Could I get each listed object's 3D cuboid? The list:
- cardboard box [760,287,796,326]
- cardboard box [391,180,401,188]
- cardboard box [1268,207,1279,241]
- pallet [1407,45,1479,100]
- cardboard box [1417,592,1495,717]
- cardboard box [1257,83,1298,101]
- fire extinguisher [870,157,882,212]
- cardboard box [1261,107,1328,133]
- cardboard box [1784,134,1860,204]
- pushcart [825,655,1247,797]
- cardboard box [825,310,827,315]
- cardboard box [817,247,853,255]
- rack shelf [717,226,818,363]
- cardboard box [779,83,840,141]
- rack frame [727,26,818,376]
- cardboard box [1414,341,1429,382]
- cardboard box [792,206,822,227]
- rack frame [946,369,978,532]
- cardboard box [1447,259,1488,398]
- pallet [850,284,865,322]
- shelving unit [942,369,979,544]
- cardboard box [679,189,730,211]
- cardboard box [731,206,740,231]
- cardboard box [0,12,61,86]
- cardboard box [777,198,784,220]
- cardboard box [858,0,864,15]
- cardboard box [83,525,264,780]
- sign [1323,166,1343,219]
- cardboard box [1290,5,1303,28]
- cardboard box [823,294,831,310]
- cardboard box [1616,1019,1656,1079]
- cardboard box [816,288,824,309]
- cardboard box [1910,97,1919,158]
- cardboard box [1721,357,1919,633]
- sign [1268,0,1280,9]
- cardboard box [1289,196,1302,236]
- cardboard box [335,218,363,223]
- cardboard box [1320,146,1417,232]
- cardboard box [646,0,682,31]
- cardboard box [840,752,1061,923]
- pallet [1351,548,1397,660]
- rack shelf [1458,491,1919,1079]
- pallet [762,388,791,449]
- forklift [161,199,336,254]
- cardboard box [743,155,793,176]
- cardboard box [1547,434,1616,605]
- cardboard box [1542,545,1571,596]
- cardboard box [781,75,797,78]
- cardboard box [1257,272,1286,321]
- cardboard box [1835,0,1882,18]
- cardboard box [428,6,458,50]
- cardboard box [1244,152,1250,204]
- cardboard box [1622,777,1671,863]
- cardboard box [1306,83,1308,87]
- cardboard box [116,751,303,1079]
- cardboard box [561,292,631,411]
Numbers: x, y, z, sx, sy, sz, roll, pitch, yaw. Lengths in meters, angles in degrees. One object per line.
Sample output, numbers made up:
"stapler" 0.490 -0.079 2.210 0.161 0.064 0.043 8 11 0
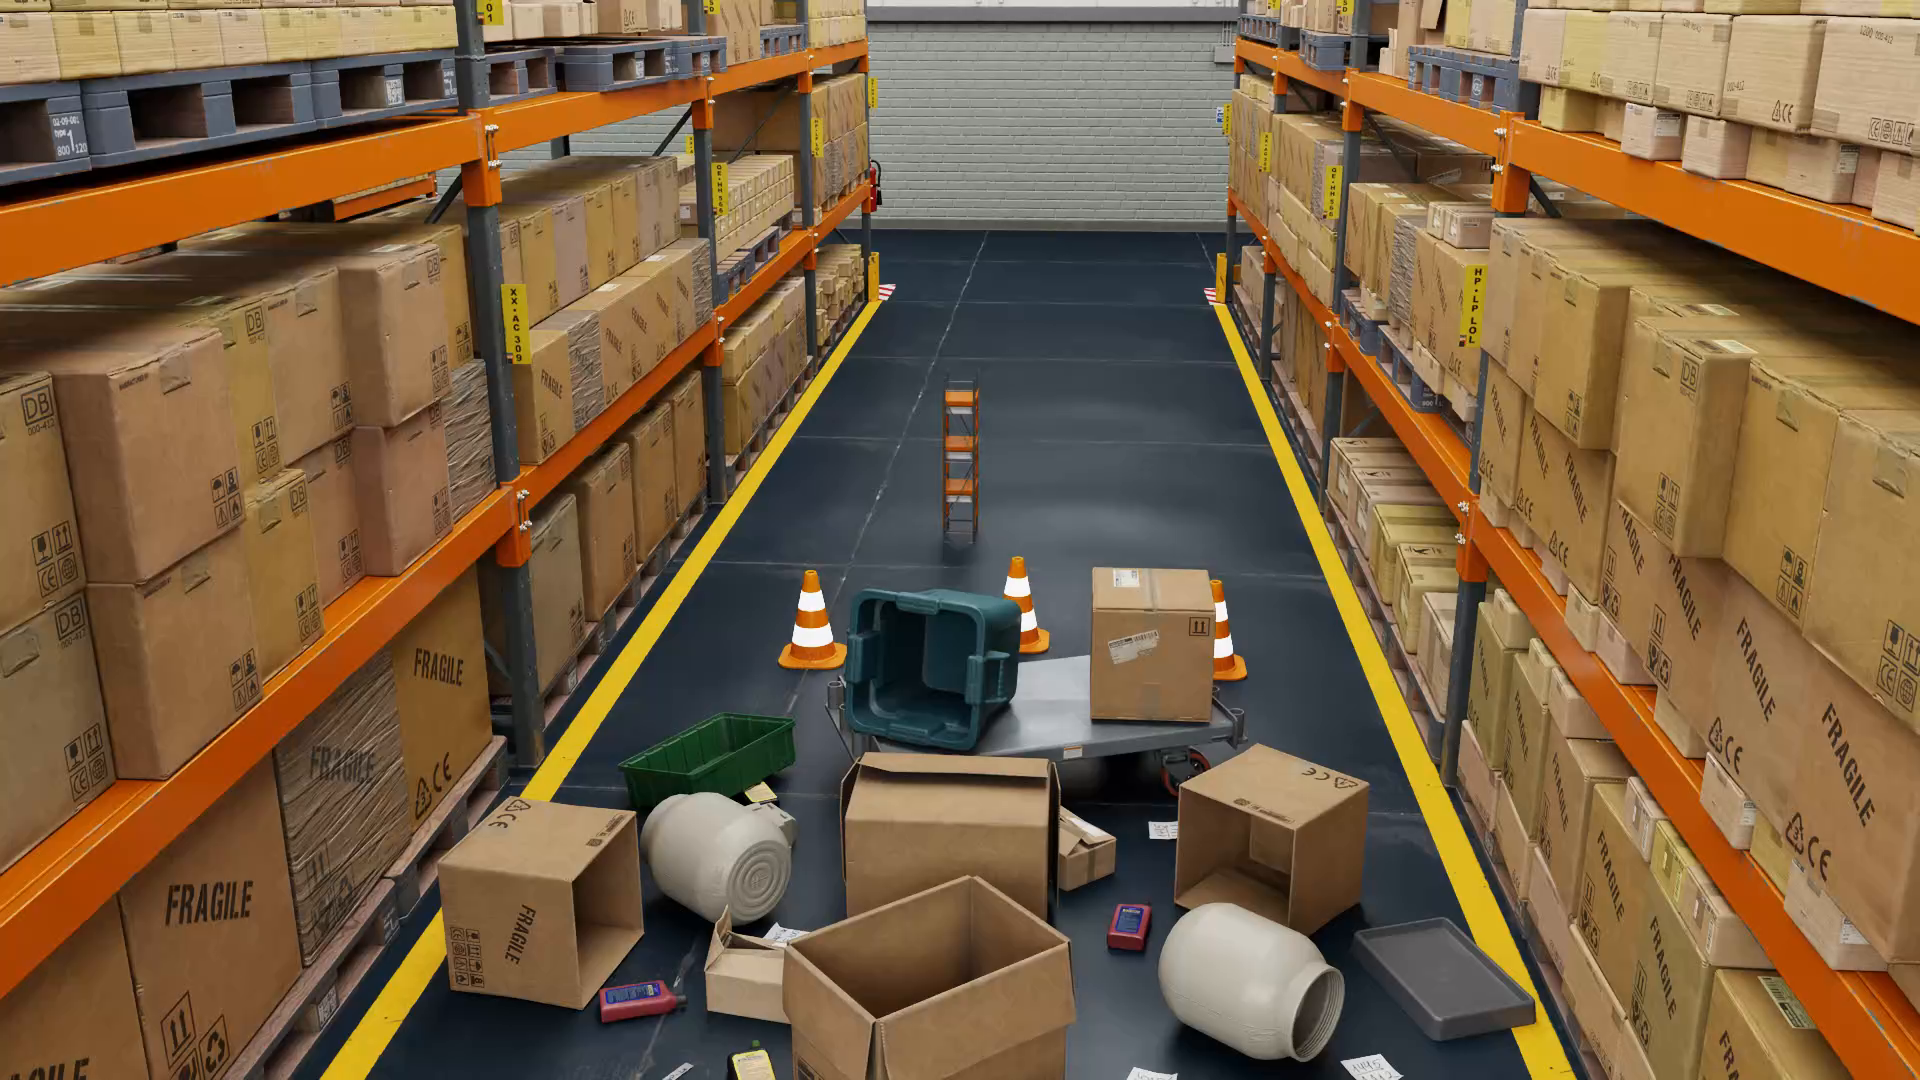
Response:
"cardboard box" -1.636 -1.896 13.527 0.500 0.250 0.500 2 18 7
"cardboard box" -6.190 -3.834 17.711 0.380 0.149 0.250 2 18 5
"cardboard box" 2.865 -2.643 13.912 0.500 0.250 0.500 1 18 3
"pallet" 2.808 -2.208 7.828 1.213 0.211 1.003 1 18 4
"cardboard box" 2.622 0.526 7.546 0.950 0.372 0.625 2 18 5
"cardboard box" 3.022 -4.251 15.770 0.380 0.149 0.250 1 18 4
"fire extinguisher" -1.019 -4.020 18.598 0.296 0.674 0.183 1 18 4
"cardboard box" 2.919 -3.520 14.583 0.500 0.500 0.500 1 18 3
"cardboard box" 2.140 -0.856 3.806 0.380 0.149 0.250 1 18 3
"pushcart" 0.309 0.851 7.221 1.648 0.377 0.936 -5 19 -15
"cardboard box" -1.484 -2.116 15.966 0.380 0.149 0.250 1 18 3
"cardboard box" -1.358 -3.047 17.853 0.380 0.149 0.250 2 18 5
"rack shelf" -1.928 -1.961 12.746 1.077 0.370 4.000 1 18 4
"cardboard box" -1.420 -4.040 15.691 0.500 0.500 0.500 2 18 5
"rack frame" -1.784 -2.924 14.529 1.000 3.000 0.127 1 18 4
"cardboard box" 2.382 -0.848 7.922 0.380 0.149 0.250 1 18 4
"cardboard box" -1.438 -2.885 14.814 0.380 0.149 0.250 2 18 6
"rack frame" 0.013 -0.553 10.426 0.200 1.050 0.008 1 18 4
"cardboard box" 2.391 -0.897 7.031 0.500 0.500 0.500 1 18 3
"pallet" -1.597 -2.566 17.915 1.003 0.211 1.213 1 18 4
"shelving unit" 0.004 -0.516 10.310 0.215 1.050 0.252 1 18 4
"cardboard box" -1.806 -2.343 11.531 0.380 0.149 0.250 1 18 4
"cardboard box" -1.785 -2.294 11.859 0.380 0.149 0.250 1 18 4
"cardboard box" -2.246 -1.085 3.669 0.380 0.149 0.250 1 18 4
"cardboard box" -1.653 -2.718 13.631 0.380 0.149 0.250 1 18 4
"cardboard box" -1.277 -5.609 17.345 0.500 0.250 0.500 1 18 2
"cardboard box" -2.480 0.273 4.532 0.875 0.550 0.550 1 18 4
"sign" 2.320 -2.164 10.351 0.100 0.325 0.005 1 18 4
"cardboard box" 2.720 -3.974 12.616 0.380 0.166 0.250 0 18 0
"cardboard box" -1.464 -2.341 16.177 0.380 0.149 0.250 2 18 6
"cardboard box" 2.135 1.571 4.551 0.500 0.250 0.500 1 18 4
"cardboard box" -1.474 -2.238 15.384 0.380 0.149 0.250 2 18 7
"cardboard box" 2.068 -0.778 2.927 0.500 0.250 0.500 1 18 3
"cardboard box" 2.163 -0.102 3.674 0.700 0.500 0.500 1 18 4
"sign" 2.607 -4.565 13.764 0.100 0.325 0.005 1 18 4
"cardboard box" 2.741 -2.405 12.383 0.500 0.250 0.500 1 18 2
"cardboard box" -6.533 -2.739 16.701 0.875 0.875 0.875 1 18 4
"cardboard box" 2.650 -2.292 10.833 0.500 0.500 0.500 1 18 2
"cardboard box" -1.847 -2.980 9.192 0.500 0.311 0.500 1 18 4
"cardboard box" -0.041 1.111 6.006 0.797 0.637 0.503 1 18 4
"pallet" 2.726 0.343 9.037 1.003 0.211 1.213 1 18 4
"rack shelf" 2.443 0.603 4.921 1.077 0.370 4.000 1 18 4
"pallet" -1.924 -0.977 13.066 1.003 0.211 1.213 1 18 4
"forklift" -4.649 -1.600 10.598 1.130 2.935 3.031 1 18 4
"cardboard box" -1.618 -3.158 14.016 0.380 0.149 0.250 2 18 6
"cardboard box" 2.215 -0.107 5.293 0.500 0.500 0.500 1 18 3
"cardboard box" 2.237 0.089 5.739 0.380 0.149 0.250 2 18 6
"cardboard box" -1.824 -4.540 17.217 0.500 0.500 0.500 2 18 6
"cardboard box" 3.376 -2.297 16.058 0.875 0.438 0.875 1 18 2
"cardboard box" 2.181 -1.227 3.655 0.380 0.149 0.250 1 18 4
"cardboard box" -2.065 -1.872 6.070 0.380 0.149 0.250 1 18 4
"cardboard box" 3.044 -3.521 16.190 0.500 0.500 0.500 2 18 6
"cardboard box" 2.098 0.795 4.676 0.380 0.149 0.250 2 18 6
"cardboard box" 3.584 -4.405 16.240 0.380 0.149 0.250 2 18 5
"cardboard box" -2.601 1.128 4.902 0.875 0.875 0.875 1 18 3
"cardboard box" -1.978 -0.956 8.363 0.500 0.500 0.500 1 18 4
